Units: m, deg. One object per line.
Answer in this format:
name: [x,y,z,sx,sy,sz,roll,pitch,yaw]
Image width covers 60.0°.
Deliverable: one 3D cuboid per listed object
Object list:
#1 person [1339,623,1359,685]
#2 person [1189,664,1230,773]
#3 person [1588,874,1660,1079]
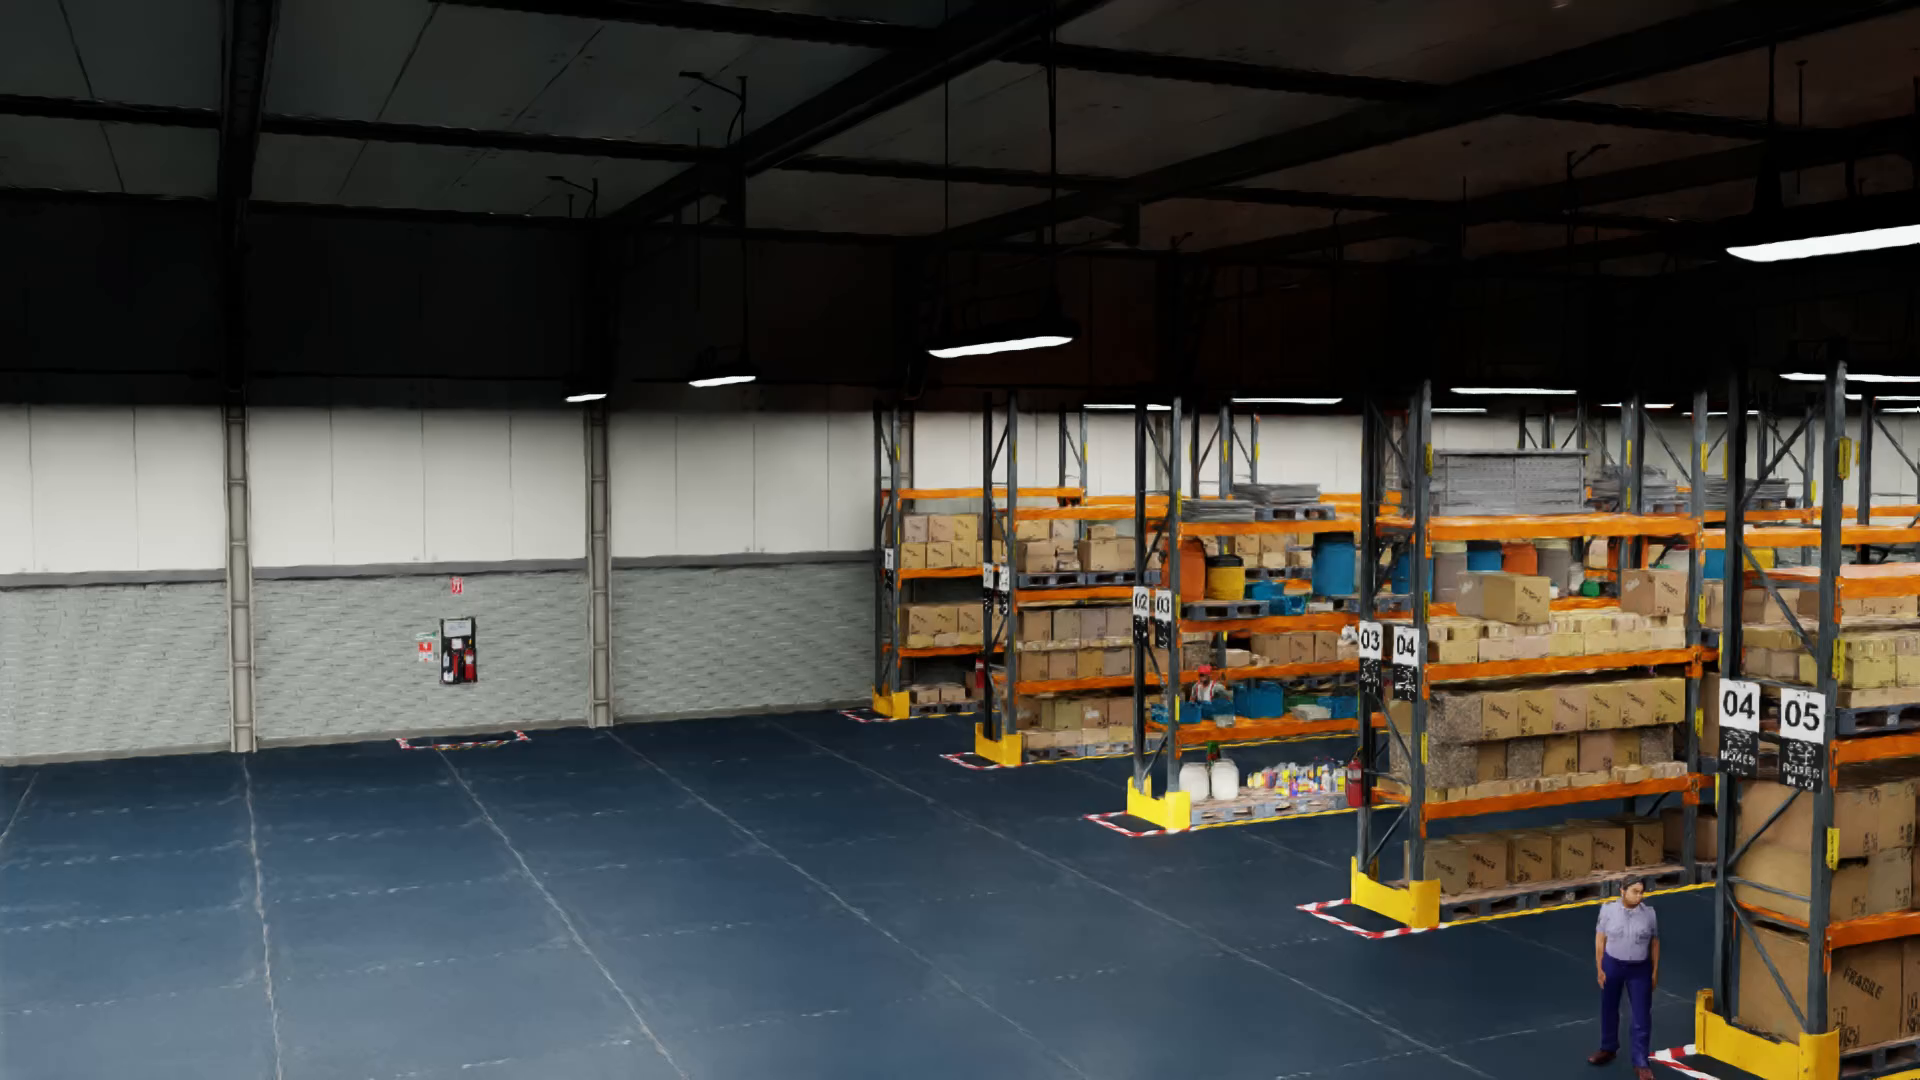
person: [7.988,2.330,34.029,0.371,1.681,0.582,3,5,44]
person: [3.920,2.781,26.006,0.844,1.715,0.684,-3,4,-41]
person: [5.464,3.551,13.677,0.531,1.654,0.525,1,4,20]
